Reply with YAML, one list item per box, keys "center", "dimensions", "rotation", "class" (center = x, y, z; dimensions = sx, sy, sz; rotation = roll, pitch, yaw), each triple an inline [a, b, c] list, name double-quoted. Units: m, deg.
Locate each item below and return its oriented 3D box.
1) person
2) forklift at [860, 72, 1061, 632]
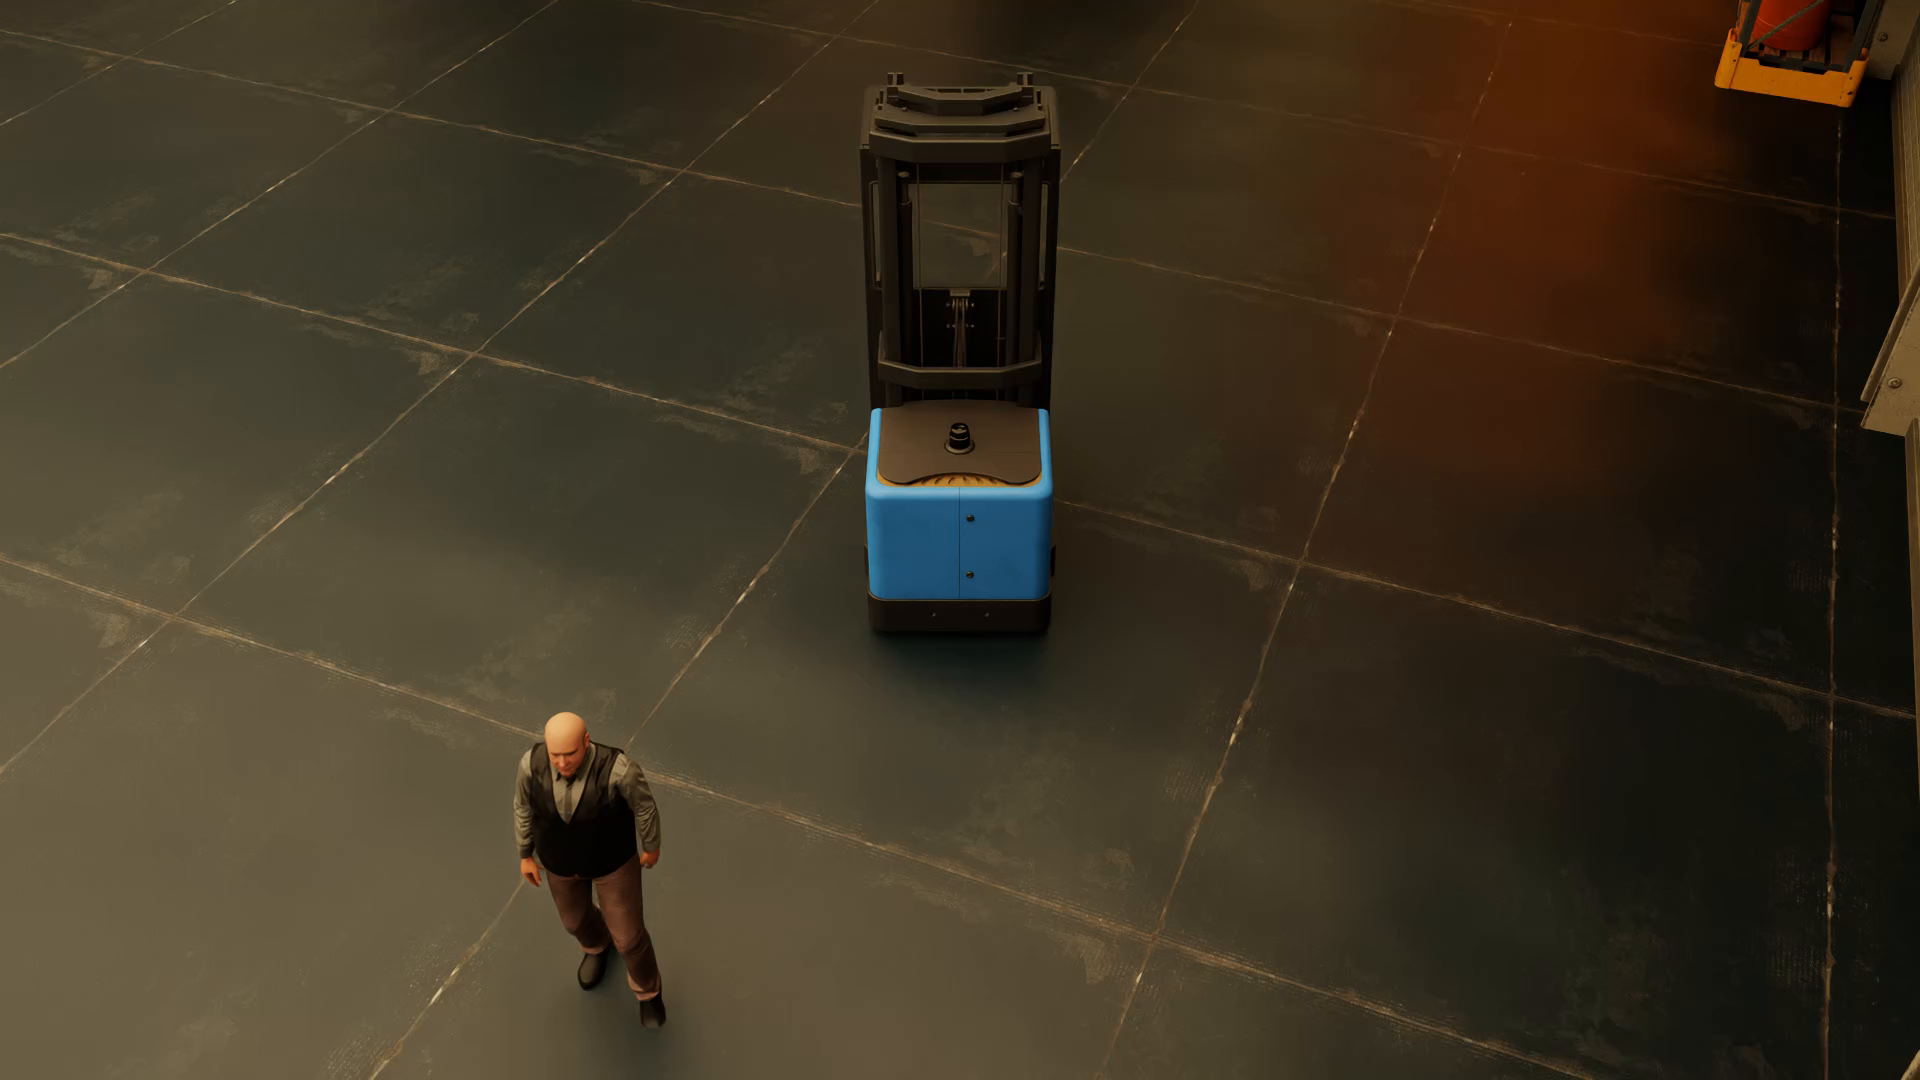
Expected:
- center: [-1.633, 1.447, 7.278]
  dimensions: [0.621, 1.763, 0.535]
  rotation: [3, 40, 4]
  class: "person"
- center: [0.002, -1.515, 9.816]
  dimensions: [1.130, 2.935, 3.031]
  rotation: [0, 40, 0]
  class: "forklift"
